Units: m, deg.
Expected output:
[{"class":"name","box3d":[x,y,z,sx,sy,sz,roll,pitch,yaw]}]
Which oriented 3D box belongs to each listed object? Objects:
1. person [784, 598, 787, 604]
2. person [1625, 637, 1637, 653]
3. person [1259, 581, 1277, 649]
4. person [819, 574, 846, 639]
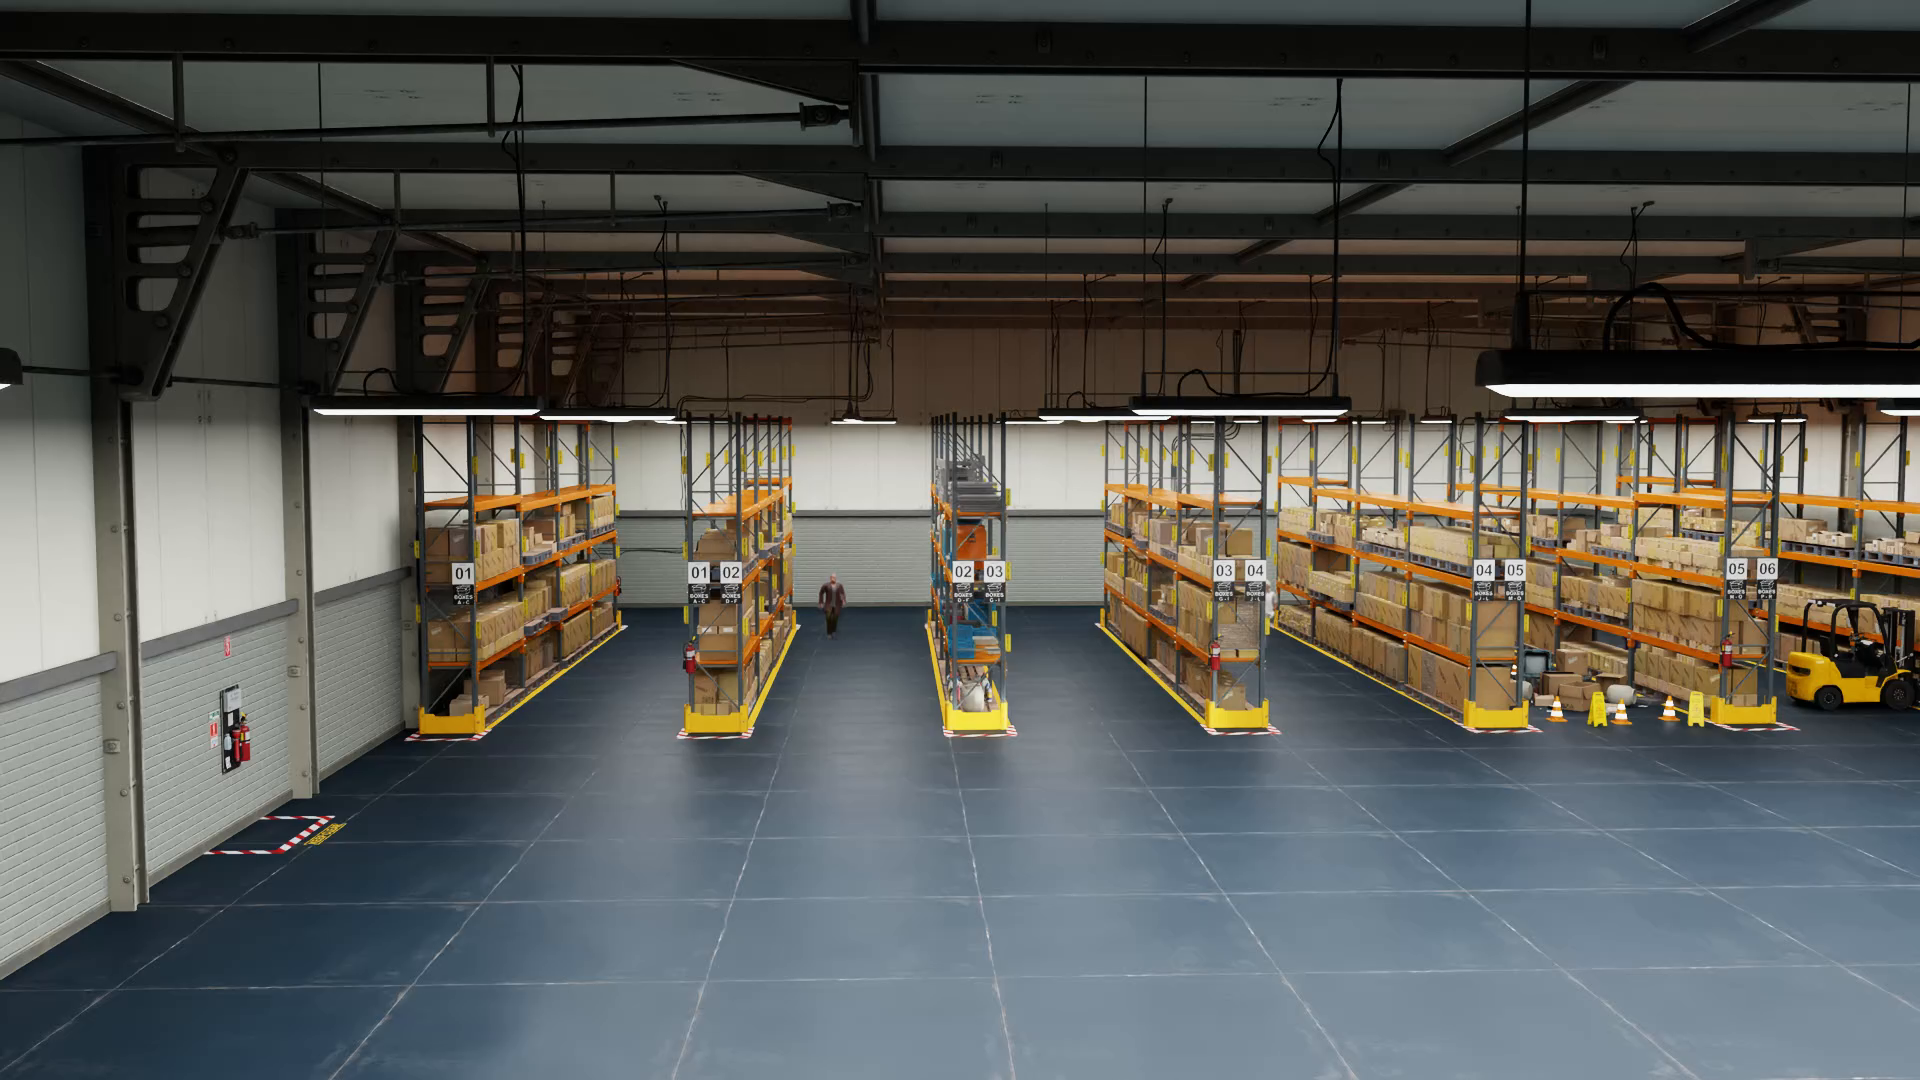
[{"class":"person","box3d":[-5.615,1.455,51.212,0.835,1.539,0.506,1,4,9]},{"class":"person","box3d":[16.691,2.097,41.402,0.401,1.655,0.544,3,5,34]},{"class":"person","box3d":[7.927,1.914,42.859,0.497,1.726,1.056,0,4,-5]},{"class":"person","box3d":[-3.472,1.819,45.215,0.717,1.815,0.936,0,4,-4]}]
